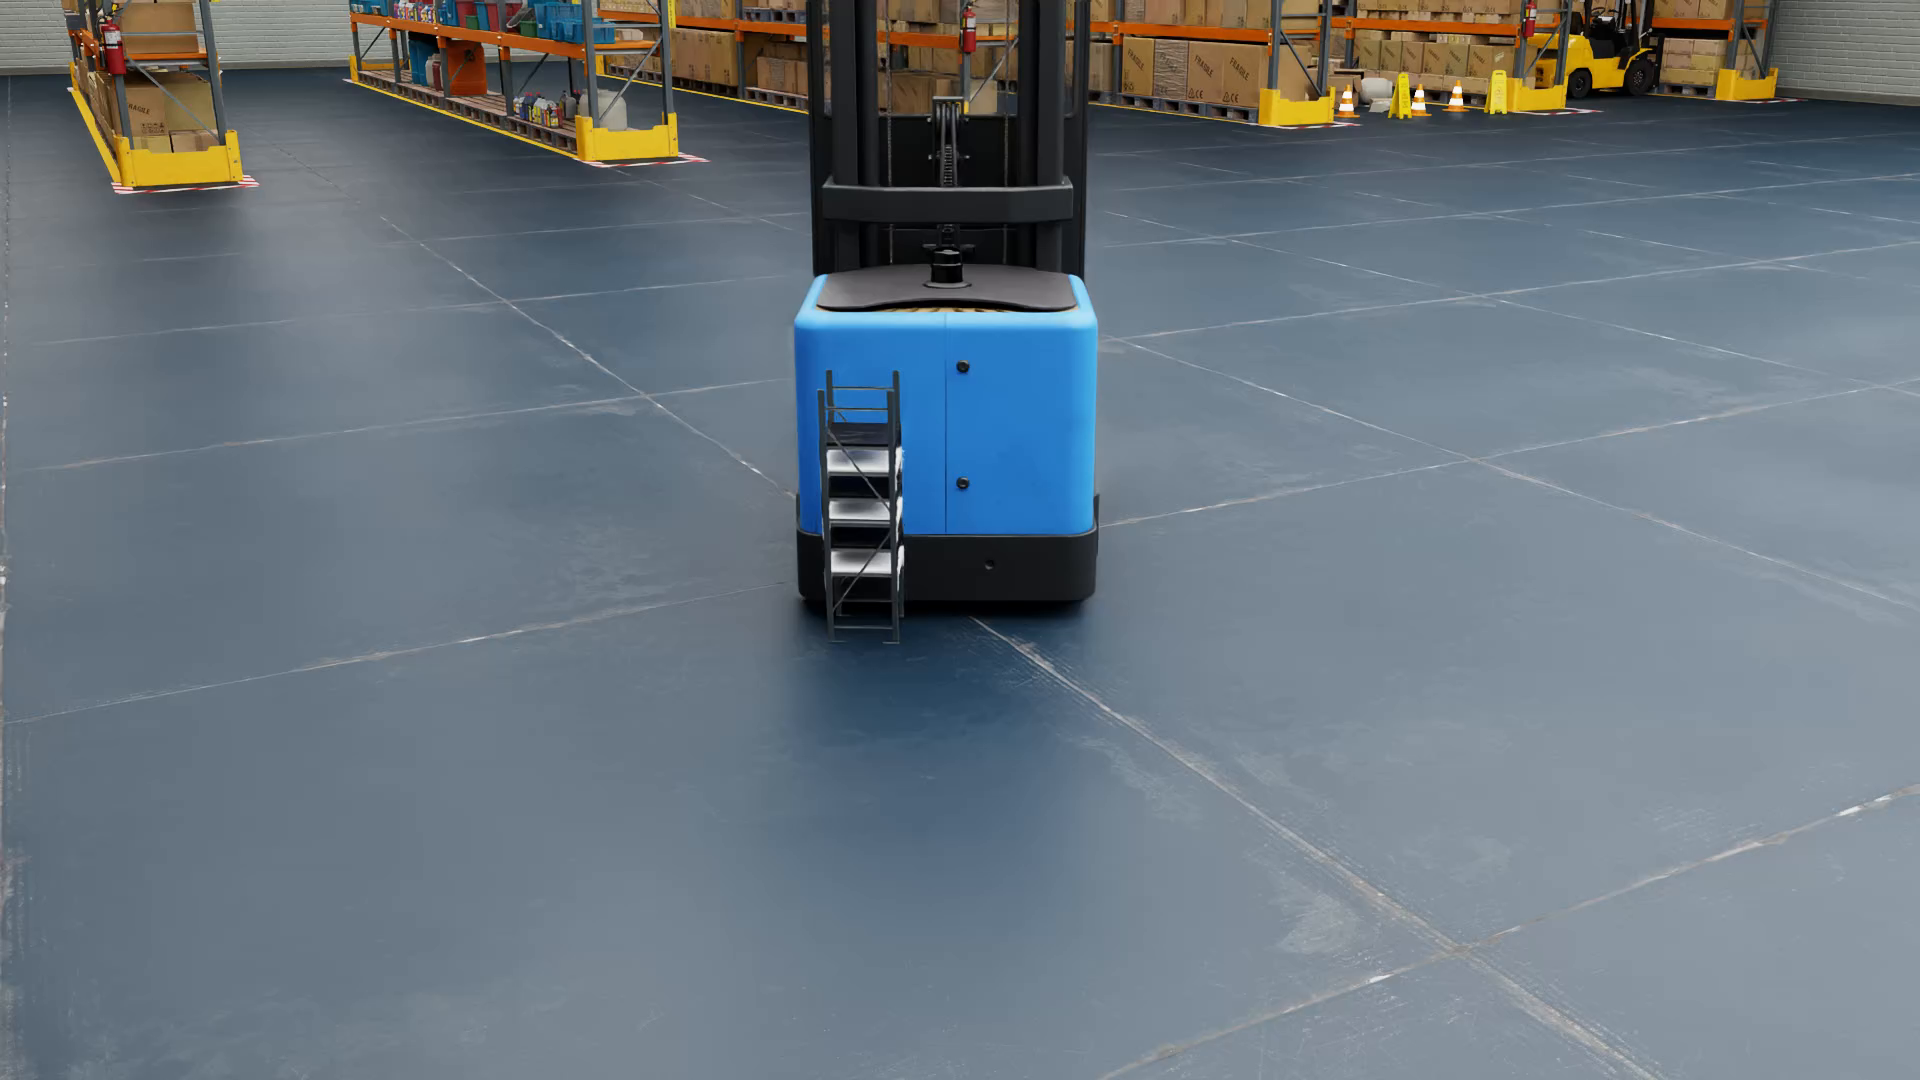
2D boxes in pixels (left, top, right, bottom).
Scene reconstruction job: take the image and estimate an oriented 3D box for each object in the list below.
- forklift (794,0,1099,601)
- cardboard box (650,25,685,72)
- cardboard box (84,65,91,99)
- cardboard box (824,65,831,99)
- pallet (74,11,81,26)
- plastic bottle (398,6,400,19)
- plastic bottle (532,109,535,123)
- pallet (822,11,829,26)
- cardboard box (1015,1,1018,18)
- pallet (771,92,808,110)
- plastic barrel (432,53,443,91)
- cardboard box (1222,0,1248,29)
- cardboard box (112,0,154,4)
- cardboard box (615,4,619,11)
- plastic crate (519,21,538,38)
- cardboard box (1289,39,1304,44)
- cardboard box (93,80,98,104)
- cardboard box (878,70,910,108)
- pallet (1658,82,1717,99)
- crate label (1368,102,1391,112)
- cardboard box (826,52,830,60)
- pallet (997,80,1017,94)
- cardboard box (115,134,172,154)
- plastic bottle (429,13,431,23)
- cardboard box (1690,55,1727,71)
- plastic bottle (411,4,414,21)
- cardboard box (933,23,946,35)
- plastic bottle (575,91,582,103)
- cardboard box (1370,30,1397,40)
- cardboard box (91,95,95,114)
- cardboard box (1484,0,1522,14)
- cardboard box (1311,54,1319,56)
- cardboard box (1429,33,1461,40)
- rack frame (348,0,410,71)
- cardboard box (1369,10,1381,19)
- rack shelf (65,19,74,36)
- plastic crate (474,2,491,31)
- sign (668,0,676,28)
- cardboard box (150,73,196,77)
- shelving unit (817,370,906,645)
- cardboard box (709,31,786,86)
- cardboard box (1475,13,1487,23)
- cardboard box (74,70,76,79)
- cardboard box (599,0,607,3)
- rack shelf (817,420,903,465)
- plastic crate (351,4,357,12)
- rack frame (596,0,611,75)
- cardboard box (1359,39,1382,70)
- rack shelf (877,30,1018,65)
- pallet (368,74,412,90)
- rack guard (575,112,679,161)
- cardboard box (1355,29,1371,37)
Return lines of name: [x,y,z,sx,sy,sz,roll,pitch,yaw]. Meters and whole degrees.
forklift: [-0.044,-1.599,6.771,1.130,2.935,3.031,0,19,0]
cardboard box: [-5.473,-9.596,32.455,0.875,0.875,0.875,-10,21,-27]
cardboard box: [-13.202,-7.075,25.693,0.500,0.500,0.500,-11,22,-29]
cardboard box: [-1.704,-7.109,25.793,0.700,0.500,0.500,-12,22,-31]
pallet: [-12.979,-7.985,25.467,1.003,0.211,1.213,-10,21,-27]
plastic bottle: [-9.610,-9.104,28.613,0.097,0.271,0.097,0,19,0]
plastic bottle: [-5.569,-5.586,21.837,0.097,0.201,0.097,0,19,0]
pallet: [-1.666,-8.054,25.669,1.003,0.211,1.213,-10,21,-27]
cardboard box: [1.302,-9.522,29.474,0.500,0.500,0.500,-10,22,-27]
pallet: [-2.386,-7.159,27.054,1.003,0.211,1.213,-10,21,-27]
plastic barrel: [-8.473,-7.805,27.704,0.600,0.588,0.708,-10,21,-27]
cardboard box: [4.384,-7.819,24.463,0.875,0.550,0.550,-10,21,-27]
cardboard box: [-8.601,-5.656,17.275,0.380,0.149,0.250,-10,22,-28]
cardboard box: [-6.762,-10.781,33.663,0.380,0.149,0.250,-10,22,-28]
plastic crate: [-5.394,-6.602,21.492,0.450,0.188,0.662,-10,21,-27]
cardboard box: [7.889,-11.348,38.107,0.500,0.500,0.500,-9,21,-24]
cardboard box: [-11.084,-5.897,21.836,0.500,0.311,0.500,-10,21,-27]
cardboard box: [-0.998,-6.636,24.452,0.500,0.500,0.500,-3,19,-9]
pallet: [13.156,-7.955,29.360,1.003,0.211,1.213,-10,21,-27]
crate label: [6.606,-6.807,26.148,0.298,0.136,0.250,11,22,30]
cardboard box: [-2.750,-10.738,36.879,0.380,0.149,0.250,-10,21,-26]
pallet: [1.390,-8.235,30.172,1.003,0.211,1.213,-10,21,-27]
cardboard box: [-8.767,-4.228,17.858,0.500,0.250,0.500,-10,21,-27]
plastic bottle: [-8.406,-8.343,26.514,0.097,0.201,0.097,0,19,0]
cardboard box: [13.050,-8.286,28.851,0.500,0.250,0.500,-10,22,-27]
plastic bottle: [-9.078,-8.782,27.680,0.097,0.271,0.097,0,19,0]
cardboard box: [-0.131,-6.822,22.187,0.380,0.149,0.250,-10,21,-27]
plastic bottle: [-5.140,-5.896,22.507,0.144,0.351,0.185,-11,22,-29]
cardboard box: [7.339,-8.742,28.794,0.380,0.149,0.250,-10,21,-26]
cardboard box: [-11.821,-6.077,23.215,0.500,0.250,0.500,-11,22,-28]
cardboard box: [8.689,-8.591,26.320,0.500,0.500,0.500,-10,22,-28]
cardboard box: [6.363,-8.950,31.354,0.950,0.372,0.625,-9,21,-25]
cardboard box: [10.041,-10.251,34.737,0.875,0.625,0.625,-9,21,-25]
rack frame: [-11.489,-10.581,32.696,1.000,3.000,0.127,-10,21,-27]
cardboard box: [7.323,-9.115,28.833,0.380,0.149,0.250,-9,21,-25]
rack shelf: [-14.900,-8.900,28.929,1.077,0.370,4.000,-10,21,-27]
plastic crate: [-6.588,-7.397,23.494,0.392,0.384,0.575,-10,21,-27]
sign: [-3.405,-6.202,19.583,0.100,0.325,0.005,-10,21,-27]
cardboard box: [-9.271,-5.235,19.627,0.500,0.500,0.500,-10,21,-27]
shelving unit: [-0.322,-0.102,5.525,0.258,0.900,0.210,1,24,3]
cardboard box: [-3.640,-8.447,29.126,1.225,0.875,0.875,-11,22,-29]
cardboard box: [8.503,-8.378,26.697,0.380,0.149,0.250,-10,22,-28]
cardboard box: [-15.953,-8.501,30.366,0.380,0.149,0.250,-10,21,-27]
cardboard box: [-7.140,-11.238,34.375,0.500,0.250,0.500,-11,22,-28]
rack shelf: [-0.323,-0.319,5.429,0.258,0.077,0.200,1,24,3]
plastic crate: [-11.582,-10.258,32.072,0.250,0.136,0.298,-10,21,-27]
rack frame: [-7.130,-11.348,34.919,1.000,3.000,0.127,-10,21,-27]
cardboard box: [7.332,-8.480,29.030,0.500,0.500,0.500,-9,21,-24]
rack shelf: [-0.482,-6.989,23.390,1.077,0.370,4.000,-10,21,-27]
pallet: [-10.556,-8.670,31.434,1.003,0.211,1.213,-10,21,-27]
rack guard: [-3.969,-4.821,19.835,1.175,0.500,0.348,-10,21,-27]
cardboard box: [8.852,-11.093,36.374,0.380,0.149,0.250,-10,22,-27]
